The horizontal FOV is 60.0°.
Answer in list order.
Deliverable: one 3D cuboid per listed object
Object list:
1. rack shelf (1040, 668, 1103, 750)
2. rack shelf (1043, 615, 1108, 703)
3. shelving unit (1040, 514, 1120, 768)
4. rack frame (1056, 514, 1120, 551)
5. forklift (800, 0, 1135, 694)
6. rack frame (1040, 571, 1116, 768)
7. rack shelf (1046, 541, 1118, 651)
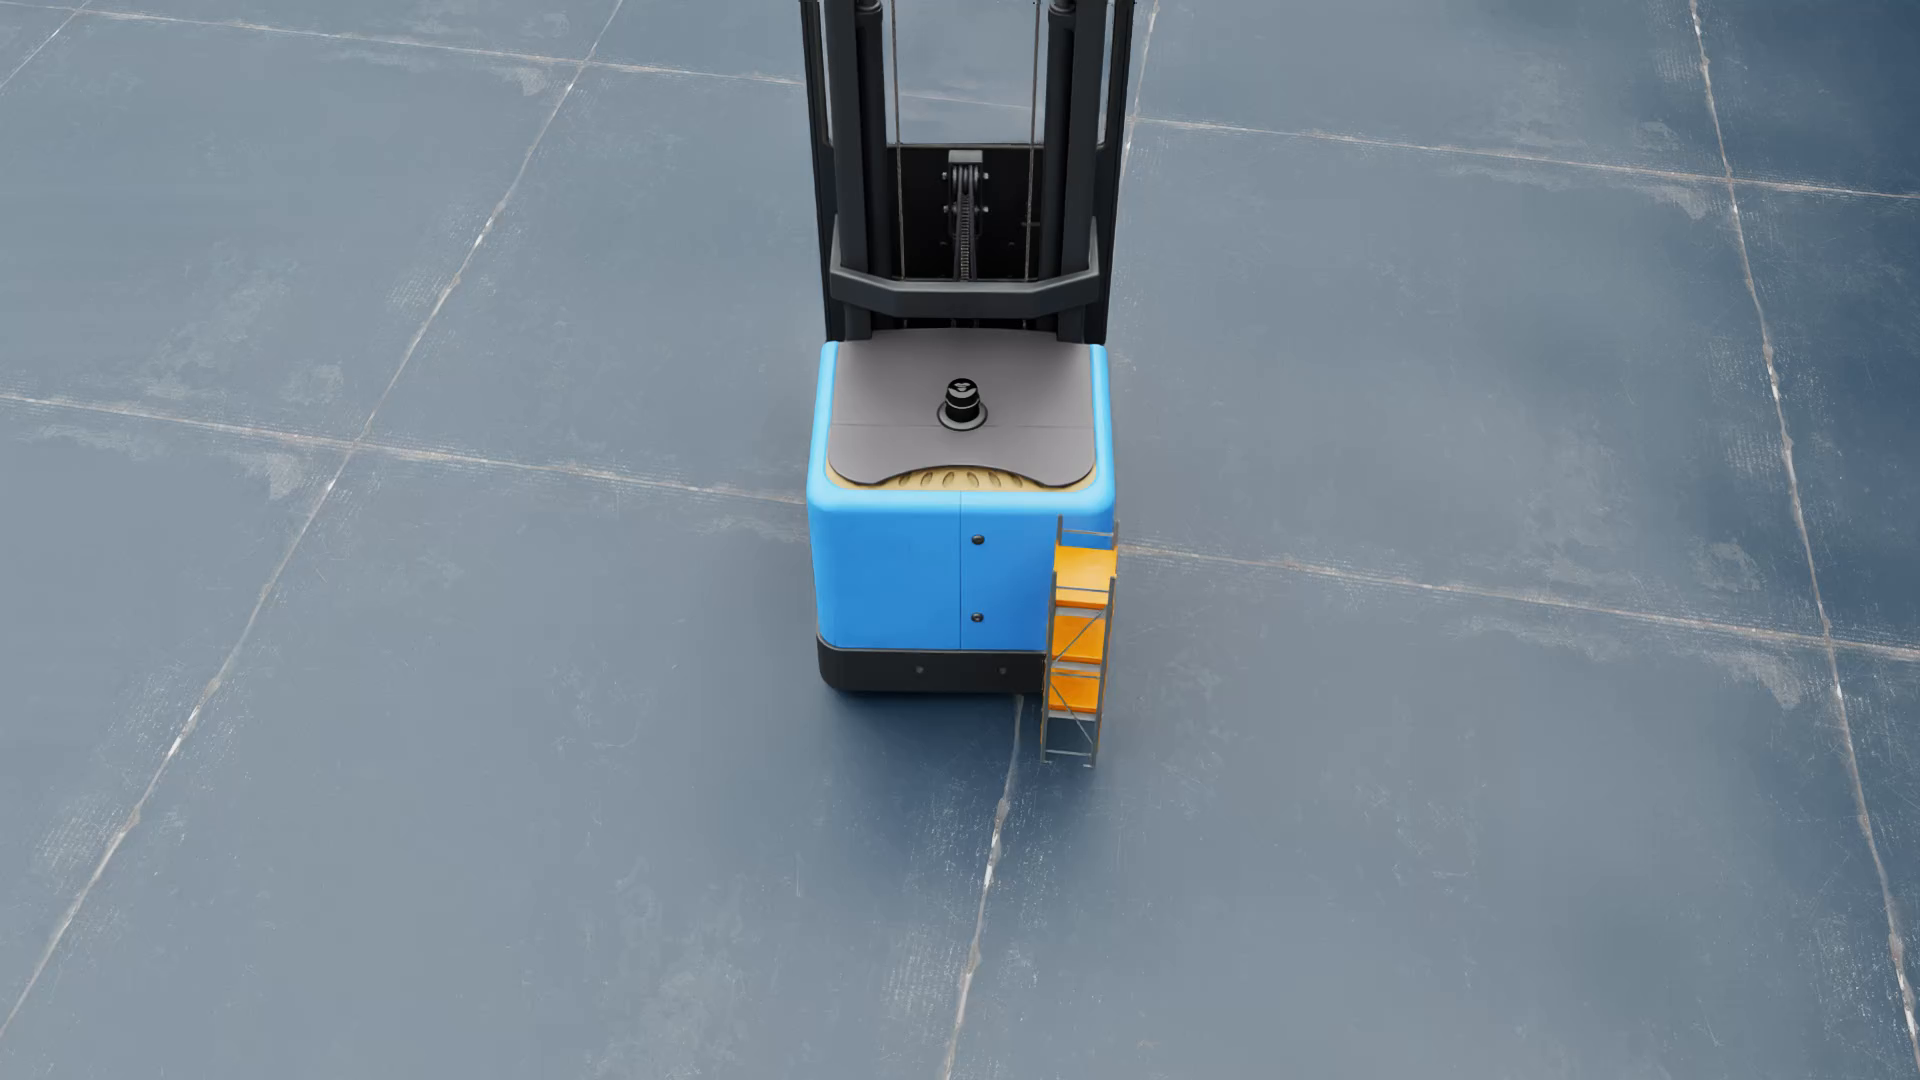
[{"bbox_3d":[0.402,0.561,5.900,0.215,0.259,0.240,5,48,5],"label":"rack shelf"},{"bbox_3d":[0.402,0.376,5.693,0.215,0.259,0.240,5,48,5],"label":"rack shelf"},{"bbox_3d":[0.402,0.369,5.685,0.215,1.050,0.252,5,48,5],"label":"shelving unit"},{"bbox_3d":[0.417,0.279,5.766,0.200,1.050,0.008,5,48,5],"label":"rack frame"},{"bbox_3d":[0.027,-1.496,6.096,1.130,2.935,3.031,1,48,1],"label":"forklift"},{"bbox_3d":[0.388,0.459,5.604,0.200,1.050,0.008,5,48,5],"label":"rack frame"},{"bbox_3d":[0.402,0.186,5.482,0.215,0.259,0.240,5,48,5],"label":"rack shelf"}]
